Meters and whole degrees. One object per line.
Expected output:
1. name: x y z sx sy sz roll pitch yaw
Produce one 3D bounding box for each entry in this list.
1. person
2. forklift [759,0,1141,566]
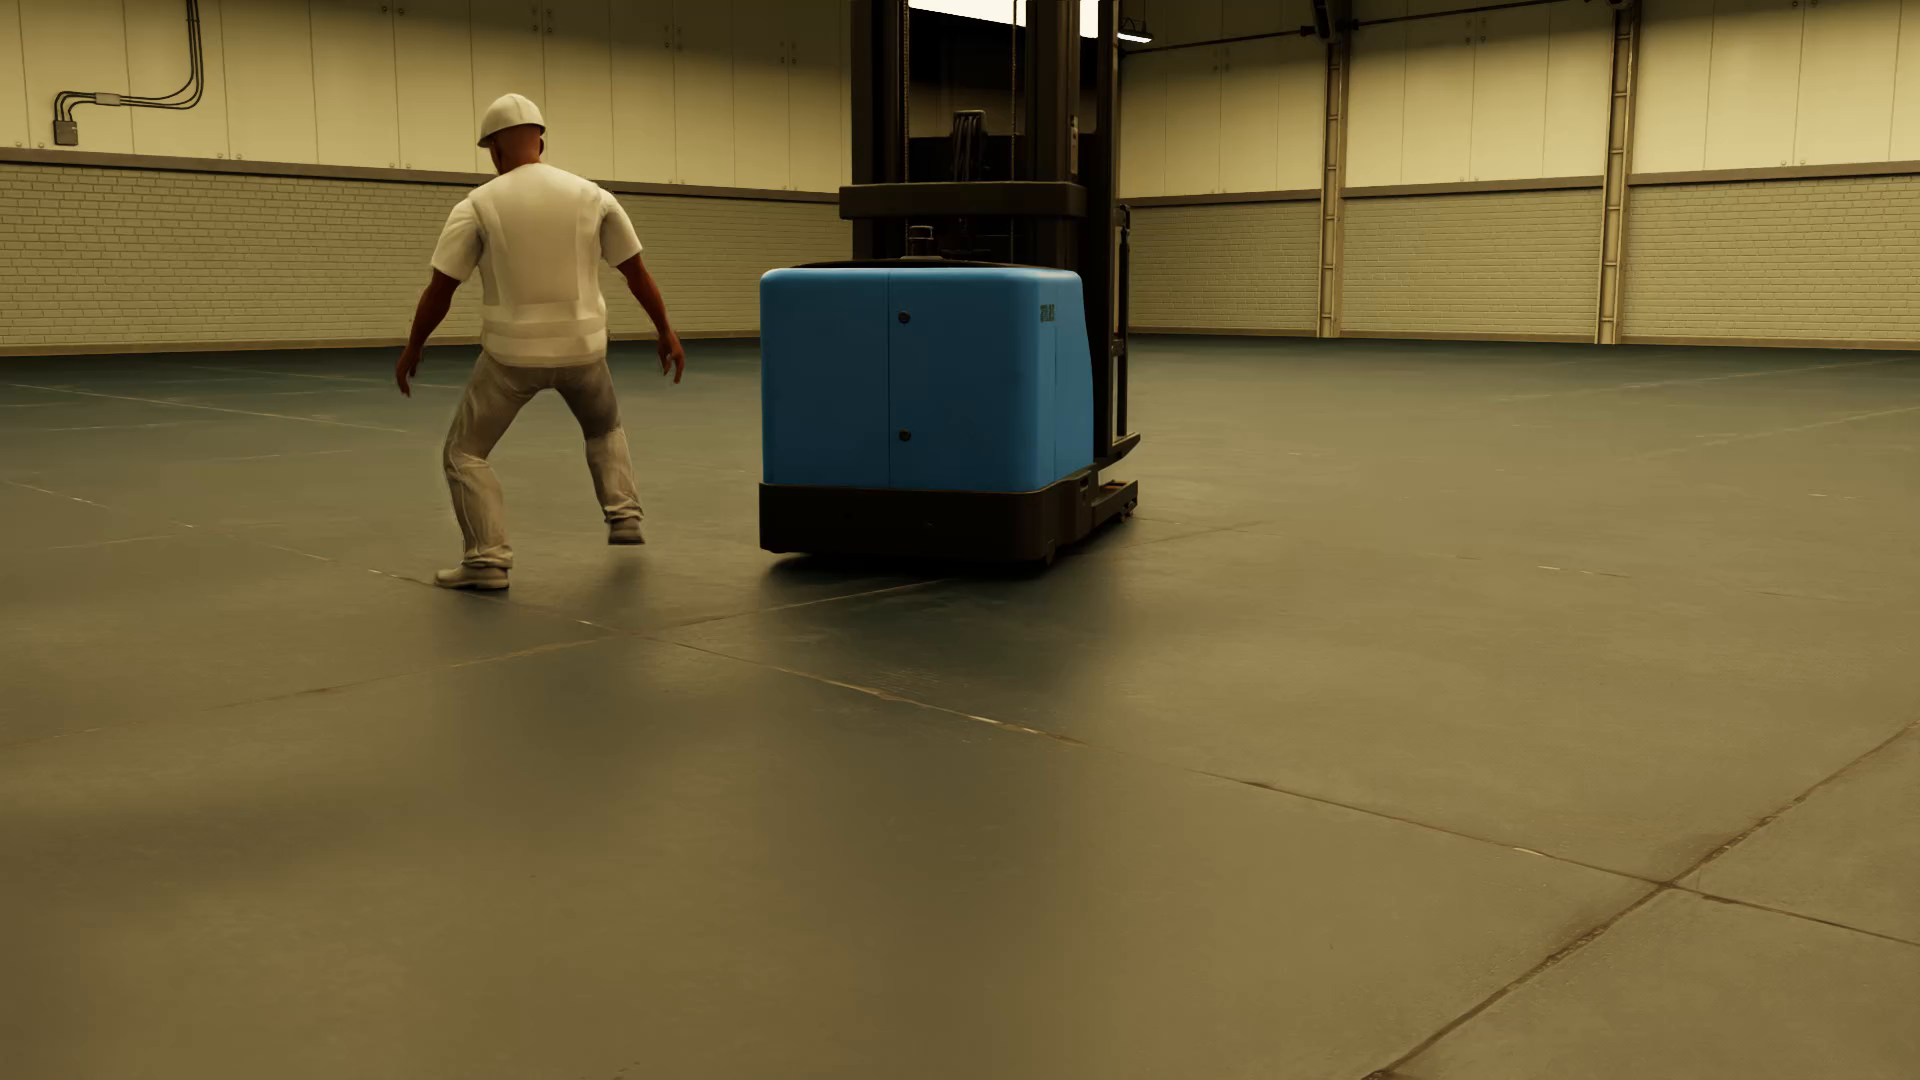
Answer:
1. person: -1.458 -0.695 5.800 0.968 1.664 0.538 -4 9 -23
2. forklift: 0.169 -1.537 7.079 1.130 2.935 3.031 2 9 16
